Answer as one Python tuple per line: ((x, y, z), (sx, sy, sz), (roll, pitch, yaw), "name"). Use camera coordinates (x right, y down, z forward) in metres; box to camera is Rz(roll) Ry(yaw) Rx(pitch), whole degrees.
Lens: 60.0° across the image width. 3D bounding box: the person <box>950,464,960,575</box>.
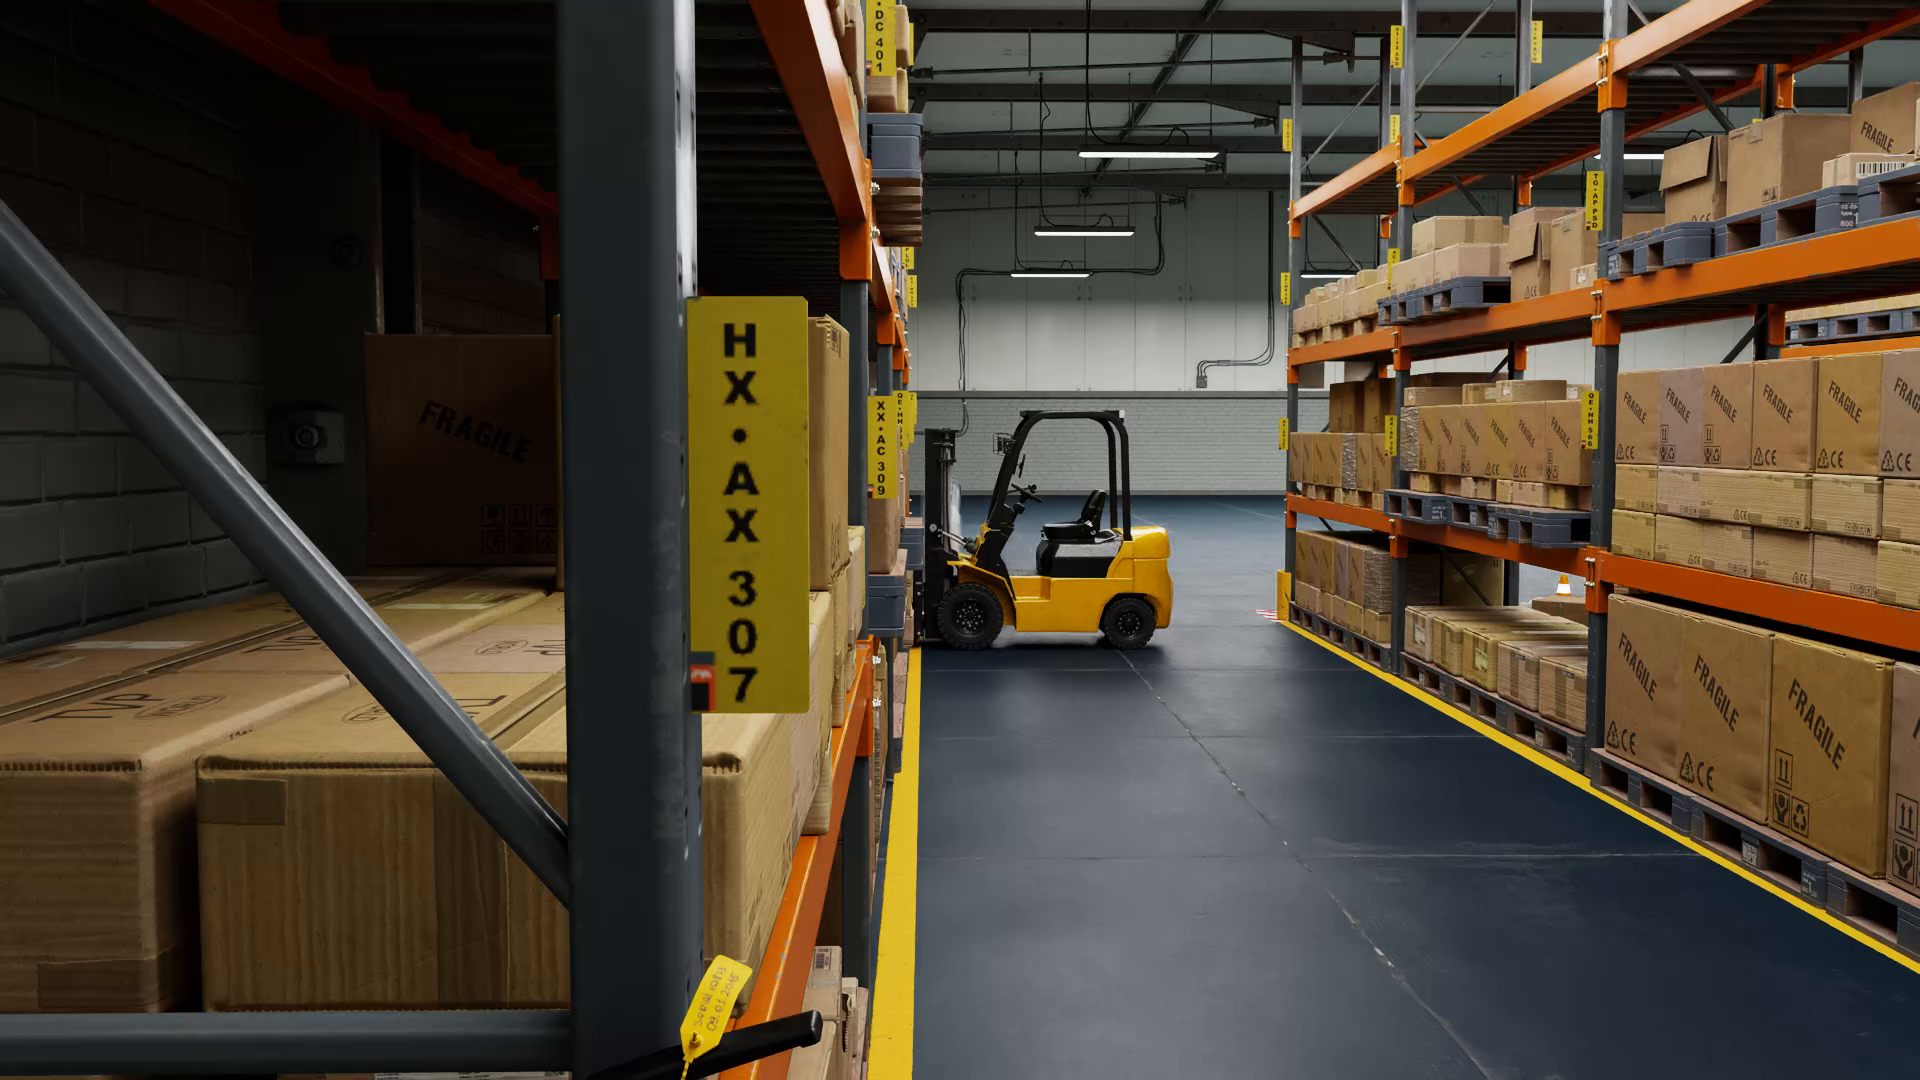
((-0.205, -0.128, 19.750), (0.409, 1.605, 0.569), (0, 4, -2), "person")
